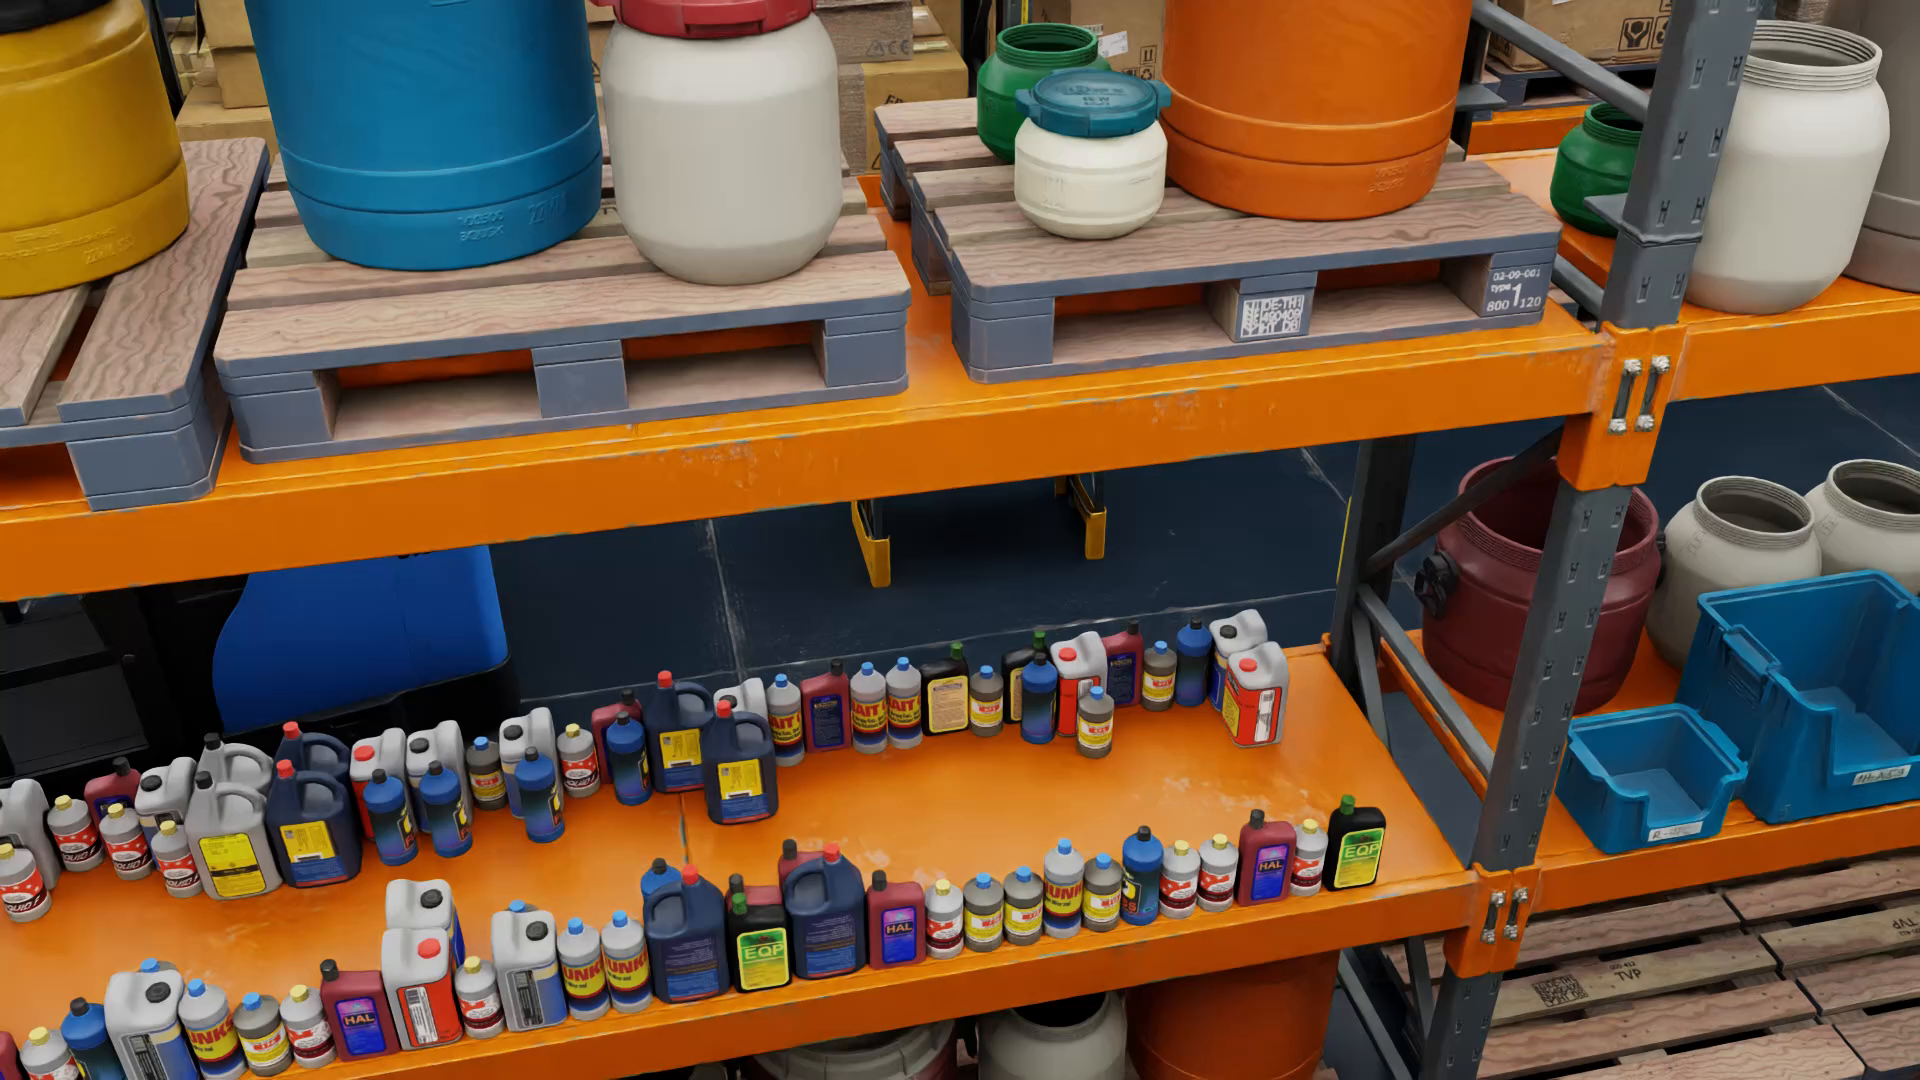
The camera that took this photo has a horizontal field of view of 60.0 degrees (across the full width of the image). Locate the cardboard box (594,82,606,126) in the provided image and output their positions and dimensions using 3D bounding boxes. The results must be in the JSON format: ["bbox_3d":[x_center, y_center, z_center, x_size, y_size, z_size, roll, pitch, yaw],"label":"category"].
[{"bbox_3d":[-1.742,-1.949,7.873,0.500,0.500,0.500,-7,34,-10],"label":"cardboard box"}]

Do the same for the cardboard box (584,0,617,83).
[{"bbox_3d":[-1.832,-2.501,7.795,0.637,0.503,0.797,-6,34,-9],"label":"cardboard box"}]

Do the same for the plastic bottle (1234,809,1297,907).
[{"bbox_3d":[0.741,0.762,4.028,0.133,0.283,0.061,-7,35,-11],"label":"plastic bottle"}]

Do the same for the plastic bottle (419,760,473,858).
[{"bbox_3d":[-1.297,0.666,4.181,0.097,0.271,0.097,0,34,0],"label":"plastic bottle"}]

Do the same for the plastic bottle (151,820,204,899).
[{"bbox_3d":[-1.920,0.774,4.083,0.097,0.201,0.097,0,34,0],"label":"plastic bottle"}]

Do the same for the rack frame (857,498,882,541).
[{"bbox_3d":[-0.413,-0.571,7.255,0.032,1.500,0.500,-7,35,-11],"label":"rack frame"}]

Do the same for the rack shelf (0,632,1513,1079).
[{"bbox_3d":[-0.684,0.948,4.291,4.000,0.370,1.077,-7,35,-11],"label":"rack shelf"}]

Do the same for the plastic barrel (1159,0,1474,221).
[{"bbox_3d":[0.712,-1.127,3.283,0.708,0.830,0.600,-7,35,-11],"label":"plastic barrel"}]

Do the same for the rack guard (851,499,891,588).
[{"bbox_3d":[-0.411,-0.052,7.603,0.087,0.250,0.587,-7,35,-11],"label":"rack guard"}]

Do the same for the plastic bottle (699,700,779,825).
[{"bbox_3d":[-0.571,0.555,4.275,0.185,0.351,0.144,-7,35,-11],"label":"plastic bottle"}]

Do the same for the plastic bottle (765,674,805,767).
[{"bbox_3d":[-0.472,0.475,4.465,0.097,0.271,0.097,0,34,0],"label":"plastic bottle"}]

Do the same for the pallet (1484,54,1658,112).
[{"bbox_3d":[3.298,-2.686,9.233,1.213,0.211,1.003,-7,35,-11],"label":"pallet"}]

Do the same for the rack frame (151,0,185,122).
[{"bbox_3d":[-3.727,-1.797,7.736,0.127,3.000,1.000,-7,35,-11],"label":"rack frame"}]

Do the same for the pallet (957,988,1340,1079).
[{"bbox_3d":[0.507,1.681,5.056,1.213,0.211,1.003,-7,35,-11],"label":"pallet"}]

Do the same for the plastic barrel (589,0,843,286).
[{"bbox_3d":[-0.429,-0.773,3.020,0.433,0.535,0.433,0,34,0],"label":"plastic barrel"}]

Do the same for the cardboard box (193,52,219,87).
[{"bbox_3d":[-3.331,-2.044,8.015,0.500,0.500,0.500,-7,35,-10],"label":"cardboard box"}]

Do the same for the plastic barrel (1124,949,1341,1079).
[{"bbox_3d":[0.793,1.199,4.842,0.708,0.830,0.600,-7,35,-11],"label":"plastic barrel"}]

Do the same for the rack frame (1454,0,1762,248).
[{"bbox_3d":[1.267,-2.088,2.786,0.127,3.000,1.000,-7,35,-11],"label":"rack frame"}]

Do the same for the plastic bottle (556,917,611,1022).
[{"bbox_3d":[-0.851,0.957,3.748,0.097,0.271,0.097,0,34,0],"label":"plastic bottle"}]

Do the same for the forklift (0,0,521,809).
[{"bbox_3d":[-3.323,-0.403,5.720,3.031,2.935,1.130,-14,36,-20],"label":"forklift"}]

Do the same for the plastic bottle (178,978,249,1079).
[{"bbox_3d":[-1.623,1.054,3.603,0.097,0.271,0.097,0,34,0],"label":"plastic bottle"}]

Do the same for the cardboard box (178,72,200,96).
[{"bbox_3d":[-5.479,-3.325,11.928,0.250,0.149,0.380,-8,35,-12],"label":"cardboard box"}]

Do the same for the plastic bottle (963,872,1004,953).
[{"bbox_3d":[0.055,0.872,3.937,0.097,0.201,0.097,0,34,0],"label":"plastic bottle"}]

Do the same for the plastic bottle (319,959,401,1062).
[{"bbox_3d":[-1.317,1.021,3.641,0.133,0.283,0.061,-7,35,-11],"label":"plastic bottle"}]

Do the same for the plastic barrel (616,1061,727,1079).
[{"bbox_3d":[-0.839,1.588,4.547,0.421,0.512,0.421,0,34,0],"label":"plastic barrel"}]

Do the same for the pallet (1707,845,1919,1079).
[{"bbox_3d":[3.218,1.339,5.565,1.213,0.211,1.003,-7,35,-11],"label":"pallet"}]

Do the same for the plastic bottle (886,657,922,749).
[{"bbox_3d":[-0.152,0.435,4.525,0.097,0.271,0.097,0,34,0],"label":"plastic bottle"}]

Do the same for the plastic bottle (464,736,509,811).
[{"bbox_3d":[-1.235,0.601,4.341,0.097,0.201,0.097,0,34,0],"label":"plastic bottle"}]

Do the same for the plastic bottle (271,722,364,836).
[{"bbox_3d":[-1.630,0.602,4.205,0.185,0.351,0.144,-7,35,-11],"label":"plastic bottle"}]

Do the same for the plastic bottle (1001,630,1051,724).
[{"bbox_3d":[0.181,0.378,4.600,0.133,0.283,0.061,-7,35,-11],"label":"plastic bottle"}]

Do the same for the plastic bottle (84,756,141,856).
[{"bbox_3d":[-2.106,0.666,4.170,0.133,0.283,0.061,-7,35,-11],"label":"plastic bottle"}]

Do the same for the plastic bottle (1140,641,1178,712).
[{"bbox_3d":[0.559,0.375,4.678,0.097,0.201,0.097,0,34,0],"label":"plastic bottle"}]

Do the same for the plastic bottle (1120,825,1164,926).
[{"bbox_3d":[0.435,0.795,3.989,0.097,0.271,0.097,0,34,0],"label":"plastic bottle"}]

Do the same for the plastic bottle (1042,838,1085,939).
[{"bbox_3d":[0.245,0.819,3.954,0.097,0.271,0.097,0,34,0],"label":"plastic bottle"}]

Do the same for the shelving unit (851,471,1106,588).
[{"bbox_3d":[0.074,-0.632,7.346,1.083,1.500,0.587,-7,35,-11],"label":"shelving unit"}]

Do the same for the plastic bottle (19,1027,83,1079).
[{"bbox_3d":[-1.944,1.124,3.562,0.097,0.201,0.097,0,34,0],"label":"plastic bottle"}]

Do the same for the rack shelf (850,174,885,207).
[{"bbox_3d":[-1.777,-1.744,8.303,4.000,0.370,1.077,-7,35,-11],"label":"rack shelf"}]

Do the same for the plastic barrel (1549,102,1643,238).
[{"bbox_3d":[1.496,-0.836,3.751,0.294,0.245,0.294,0,34,0],"label":"plastic barrel"}]

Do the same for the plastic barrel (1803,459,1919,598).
[{"bbox_3d":[2.634,0.062,4.865,0.421,0.512,0.421,0,34,0],"label":"plastic barrel"}]

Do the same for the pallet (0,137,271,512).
[{"bbox_3d":[-1.892,-0.422,3.164,1.003,0.211,1.213,-7,35,-11],"label":"pallet"}]

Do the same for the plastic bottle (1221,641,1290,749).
[{"bbox_3d":[0.807,0.415,4.551,0.135,0.276,0.152,-7,35,-11],"label":"plastic bottle"}]

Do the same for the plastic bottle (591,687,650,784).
[{"bbox_3d":[-0.900,0.514,4.397,0.133,0.283,0.061,-7,35,-11],"label":"plastic bottle"}]

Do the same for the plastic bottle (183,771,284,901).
[{"bbox_3d":[-1.779,0.703,4.055,0.185,0.351,0.144,-7,35,-11],"label":"plastic bottle"}]

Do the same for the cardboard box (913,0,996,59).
[{"bbox_3d":[-0.208,-4.263,13.053,0.750,0.750,1.050,-8,35,-11],"label":"cardboard box"}]

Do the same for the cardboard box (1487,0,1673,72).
[{"bbox_3d":[3.270,-3.182,8.885,1.000,1.000,1.000,-7,34,-10],"label":"cardboard box"}]

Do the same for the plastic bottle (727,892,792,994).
[{"bbox_3d":[-0.459,0.913,3.802,0.133,0.283,0.061,-7,35,-11],"label":"plastic bottle"}]

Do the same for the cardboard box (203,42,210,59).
[{"bbox_3d":[-5.253,-3.505,11.928,0.250,0.149,0.380,-7,34,-10],"label":"cardboard box"}]

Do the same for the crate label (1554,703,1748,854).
[{"bbox_3d":[1.760,0.625,4.277,0.416,0.233,0.303,-7,35,-11],"label":"crate label"}]

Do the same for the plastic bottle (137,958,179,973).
[{"bbox_3d":[-1.788,1.017,3.721,0.097,0.201,0.097,0,34,0],"label":"plastic bottle"}]

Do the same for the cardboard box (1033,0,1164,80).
[{"bbox_3d":[0.692,-2.593,8.455,0.500,0.500,0.500,-11,36,-16],"label":"cardboard box"}]

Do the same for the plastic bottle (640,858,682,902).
[{"bbox_3d":[-0.693,0.855,3.900,0.097,0.271,0.097,0,34,0],"label":"plastic bottle"}]
